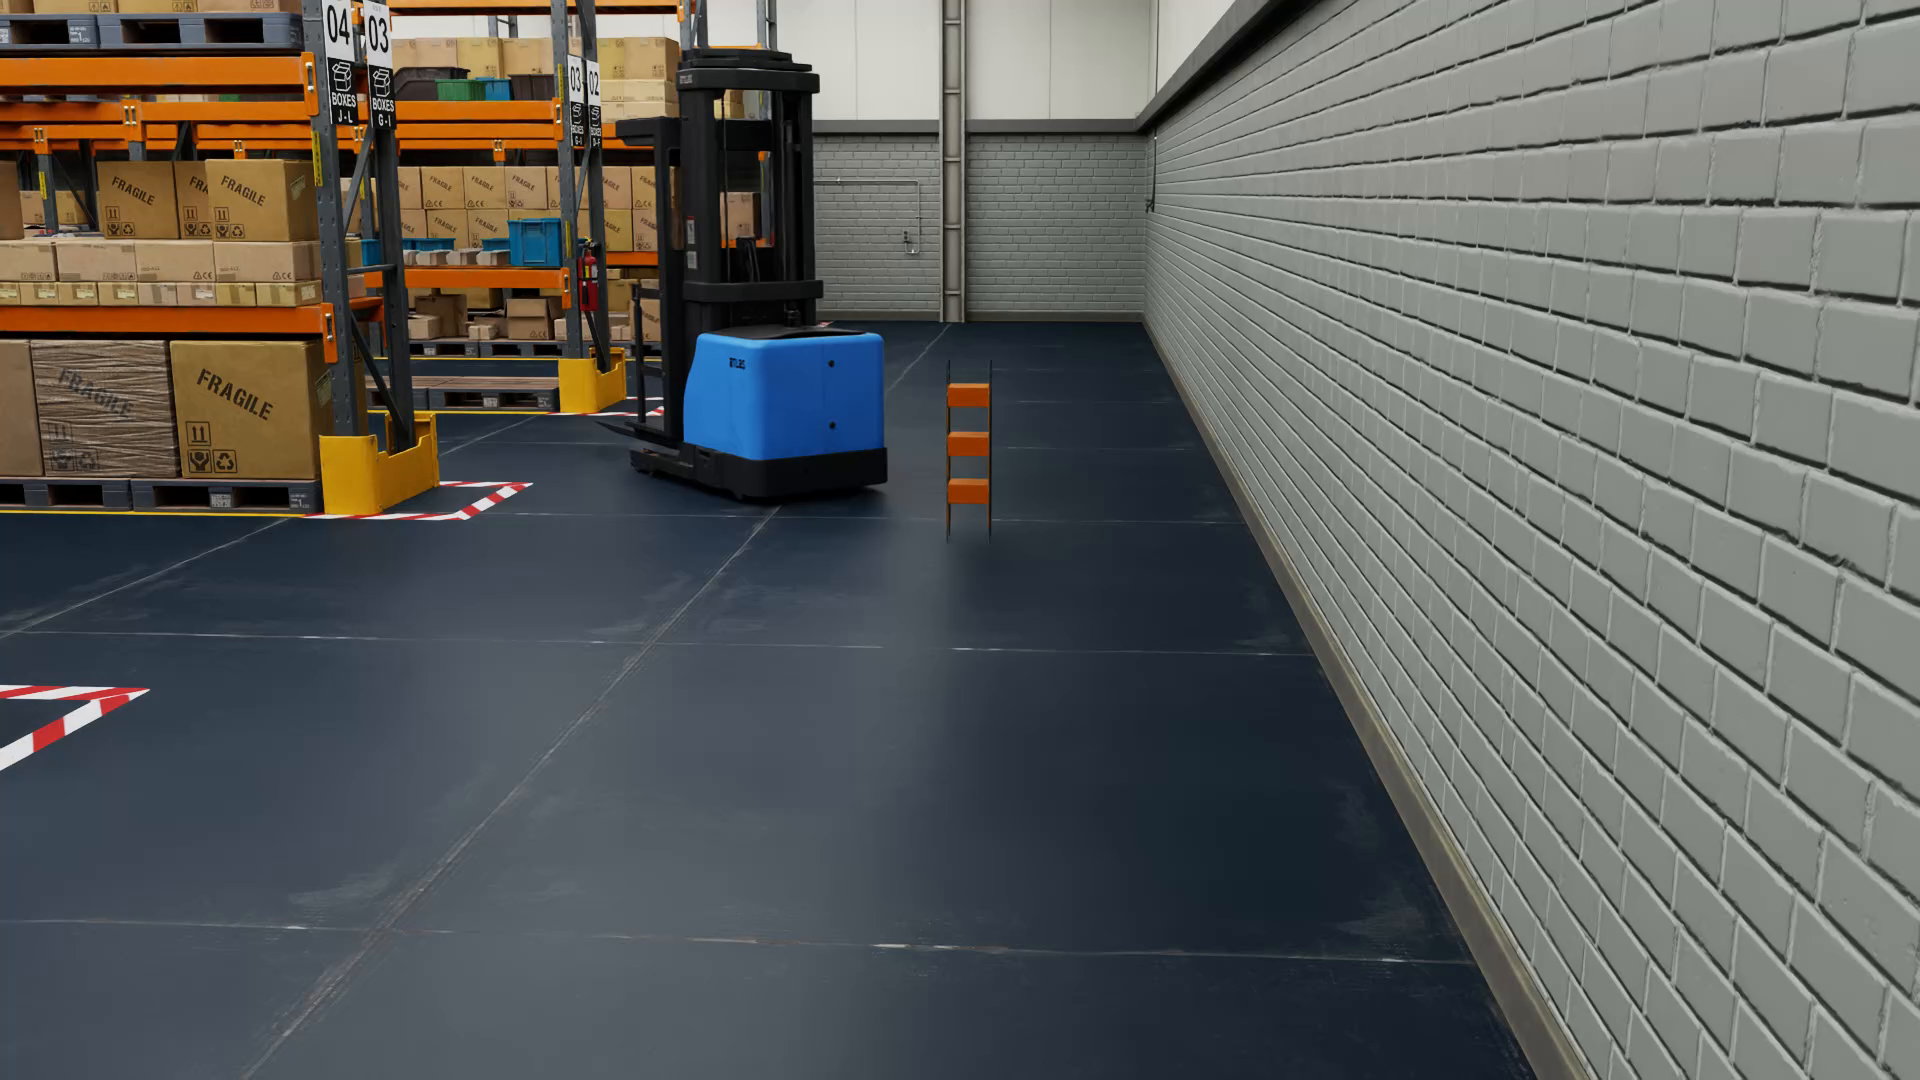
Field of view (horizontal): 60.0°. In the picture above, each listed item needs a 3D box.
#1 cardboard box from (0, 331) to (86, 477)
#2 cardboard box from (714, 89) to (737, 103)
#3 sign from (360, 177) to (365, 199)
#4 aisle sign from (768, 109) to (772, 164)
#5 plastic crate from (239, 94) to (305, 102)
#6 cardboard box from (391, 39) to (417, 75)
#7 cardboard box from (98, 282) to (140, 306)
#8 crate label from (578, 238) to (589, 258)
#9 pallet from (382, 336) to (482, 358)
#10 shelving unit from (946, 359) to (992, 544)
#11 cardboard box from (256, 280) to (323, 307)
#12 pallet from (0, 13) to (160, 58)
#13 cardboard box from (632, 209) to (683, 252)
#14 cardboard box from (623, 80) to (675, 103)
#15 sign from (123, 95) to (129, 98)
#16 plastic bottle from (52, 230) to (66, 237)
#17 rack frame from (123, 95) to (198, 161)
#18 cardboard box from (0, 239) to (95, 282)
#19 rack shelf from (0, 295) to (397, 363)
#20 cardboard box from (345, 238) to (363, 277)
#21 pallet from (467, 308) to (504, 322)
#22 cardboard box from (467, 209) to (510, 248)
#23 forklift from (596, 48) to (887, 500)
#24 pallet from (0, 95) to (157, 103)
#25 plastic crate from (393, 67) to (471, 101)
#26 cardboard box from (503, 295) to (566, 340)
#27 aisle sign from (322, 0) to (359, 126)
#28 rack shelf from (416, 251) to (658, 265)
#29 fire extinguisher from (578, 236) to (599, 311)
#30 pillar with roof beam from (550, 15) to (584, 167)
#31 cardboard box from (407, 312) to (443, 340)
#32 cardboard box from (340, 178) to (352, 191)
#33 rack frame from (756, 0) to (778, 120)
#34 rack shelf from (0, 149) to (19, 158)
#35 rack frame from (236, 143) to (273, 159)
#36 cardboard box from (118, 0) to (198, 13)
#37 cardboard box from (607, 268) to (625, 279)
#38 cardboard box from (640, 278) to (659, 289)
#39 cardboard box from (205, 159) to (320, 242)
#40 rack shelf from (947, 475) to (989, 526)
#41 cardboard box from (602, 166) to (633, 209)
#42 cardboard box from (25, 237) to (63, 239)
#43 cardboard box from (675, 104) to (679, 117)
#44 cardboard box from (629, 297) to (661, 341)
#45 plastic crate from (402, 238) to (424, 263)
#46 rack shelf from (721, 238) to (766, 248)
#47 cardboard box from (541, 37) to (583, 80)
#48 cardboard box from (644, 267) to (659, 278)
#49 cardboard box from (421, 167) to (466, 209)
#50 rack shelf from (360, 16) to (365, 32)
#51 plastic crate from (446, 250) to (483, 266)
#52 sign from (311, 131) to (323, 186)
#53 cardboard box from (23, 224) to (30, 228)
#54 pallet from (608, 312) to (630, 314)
[{"bbox_3d":[-6.297,-0.927,11.038,0.875,0.875,0.875,1,12,4],"label":"cardboard box"},{"bbox_3d":[-3.613,-6.751,24.654,0.500,0.500,0.500,1,12,4],"label":"cardboard box"},{"bbox_3d":[-7.216,-4.276,20.057,0.005,0.325,0.100,1,12,4],"label":"sign"},{"bbox_3d":[-2.813,-5.990,24.730,0.004,0.787,0.394,1,12,4],"label":"aisle sign"},{"bbox_3d":[-6.296,-4.142,15.238,0.590,0.269,0.497,1,12,4],"label":"plastic crate"},{"bbox_3d":[-6.695,-5.831,20.304,0.500,0.500,0.700,1,12,4],"label":"cardboard box"},{"bbox_3d":[-5.254,-1.573,10.574,0.250,0.149,0.380,1,12,2],"label":"cardboard box"},{"bbox_3d":[-3.751,-2.774,15.968,0.303,0.233,0.416,1,12,4],"label":"crate label"},{"bbox_3d":[-6.497,-2.448,20.958,1.213,0.211,1.003,1,12,4],"label":"pallet"},{"bbox_3d":[0.053,-0.513,9.657,0.252,1.050,0.215,1,12,4],"label":"shelving unit"},{"bbox_3d":[-4.235,-1.559,10.509,0.250,0.149,0.380,1,12,5],"label":"cardboard box"},{"bbox_3d":[-5.819,-3.193,10.599,1.213,0.211,1.003,1,12,4],"label":"pallet"},{"bbox_3d":[-3.657,-3.768,20.209,0.500,0.500,0.500,1,12,5],"label":"cardboard box"},{"bbox_3d":[-3.721,-5.363,19.898,0.500,0.250,0.500,1,12,4],"label":"cardboard box"},{"bbox_3d":[-7.556,-4.171,15.035,0.005,0.325,0.100,1,12,4],"label":"sign"},{"bbox_3d":[-8.456,-2.733,15.626,0.185,0.351,0.144,1,12,4],"label":"plastic bottle"},{"bbox_3d":[-7.517,-2.811,15.880,0.127,3.000,1.000,1,12,4],"label":"rack frame"},{"bbox_3d":[-5.892,-1.789,10.636,0.500,0.250,0.500,1,12,4],"label":"cardboard box"},{"bbox_3d":[-5.853,-1.420,10.986,4.000,0.370,1.077,1,12,4],"label":"rack shelf"},{"bbox_3d":[-4.318,-1.878,11.062,0.500,0.250,0.500,0,12,2],"label":"cardboard box"},{"bbox_3d":[-7.630,-3.465,25.818,1.213,0.211,1.003,1,12,4],"label":"pallet"},{"bbox_3d":[-5.682,-3.796,20.343,0.500,0.500,0.500,1,12,3],"label":"cardboard box"},{"bbox_3d":[-1.751,-1.948,11.920,1.130,2.935,3.031,-8,14,-34],"label":"forklift"},{"bbox_3d":[-8.306,-4.178,15.549,1.003,0.211,1.213,1,12,4],"label":"pallet"},{"bbox_3d":[-5.032,-4.271,15.686,0.767,0.338,0.504,1,12,4],"label":"plastic crate"},{"bbox_3d":[-5.308,-2.792,20.811,0.637,0.503,0.797,1,12,4],"label":"cardboard box"},{"bbox_3d":[-3.806,-2.955,10.218,0.004,0.787,0.394,1,12,4],"label":"aisle sign"},{"bbox_3d":[-5.187,-3.443,20.661,4.000,0.370,1.077,1,12,4],"label":"rack shelf"},{"bbox_3d":[-3.406,-2.441,15.211,0.183,0.674,0.296,1,12,4],"label":"fire extinguisher"},{"bbox_3d":[-6.387,-7.059,21.536,0.400,9.000,9.100,1,12,4],"label":"pillar with roof beam"},{"bbox_3d":[-6.778,-2.672,20.709,0.500,0.311,0.500,1,12,4],"label":"cardboard box"},{"bbox_3d":[-9.375,-5.389,25.353,0.500,0.250,0.500,1,12,4],"label":"cardboard box"},{"bbox_3d":[-2.864,-7.717,24.680,0.127,3.000,1.000,1,12,4],"label":"rack frame"},{"bbox_3d":[-16.833,-6.088,25.977,4.000,0.370,1.077,1,12,4],"label":"rack shelf"},{"bbox_3d":[-10.846,-4.890,25.818,0.127,3.000,1.000,1,12,4],"label":"rack frame"},{"bbox_3d":[-4.933,-3.545,10.547,0.500,0.500,0.700,0,12,2],"label":"cardboard box"},{"bbox_3d":[-5.266,-4.054,25.319,0.250,0.149,0.380,0,12,2],"label":"cardboard box"},{"bbox_3d":[-4.571,-3.765,25.520,0.500,0.500,0.700,0,12,2],"label":"cardboard box"},{"bbox_3d":[-4.361,-2.137,10.465,0.500,0.500,0.500,1,12,4],"label":"cardboard box"},{"bbox_3d":[0.053,-0.231,9.716,0.240,0.259,0.215,1,12,4],"label":"rack shelf"},{"bbox_3d":[-4.158,-4.263,20.136,0.500,0.500,0.500,1,12,5],"label":"cardboard box"},{"bbox_3d":[-6.364,-1.905,11.191,0.500,0.250,0.500,1,12,5],"label":"cardboard box"},{"bbox_3d":[-3.687,-5.222,20.446,0.500,0.250,0.500,1,12,4],"label":"cardboard box"},{"bbox_3d":[-3.751,-2.717,20.462,0.500,0.500,0.500,1,12,4],"label":"cardboard box"},{"bbox_3d":[-5.364,-2.797,16.073,0.300,0.233,0.416,1,12,4],"label":"plastic crate"},{"bbox_3d":[-4.860,-4.456,25.499,4.000,0.370,1.077,1,12,4],"label":"rack shelf"},{"bbox_3d":[-4.705,-5.788,20.098,0.500,0.500,0.700,1,12,4],"label":"cardboard box"},{"bbox_3d":[-4.696,-4.125,25.657,0.250,0.149,0.380,1,12,4],"label":"cardboard box"},{"bbox_3d":[-6.216,-4.290,20.266,0.500,0.500,0.500,0,12,2],"label":"cardboard box"},{"bbox_3d":[-9.178,-6.239,20.349,4.000,0.370,1.077,1,12,4],"label":"rack shelf"},{"bbox_3d":[-4.640,-2.638,15.549,0.243,0.136,0.396,1,12,4],"label":"plastic crate"},{"bbox_3d":[-3.907,-2.317,10.110,0.005,0.325,0.100,1,12,4],"label":"sign"},{"bbox_3d":[-12.053,-3.886,21.236,0.500,0.311,0.500,1,12,3],"label":"cardboard box"},{"bbox_3d":[-4.881,-3.428,25.638,1.213,0.211,1.003,1,12,4],"label":"pallet"}]
